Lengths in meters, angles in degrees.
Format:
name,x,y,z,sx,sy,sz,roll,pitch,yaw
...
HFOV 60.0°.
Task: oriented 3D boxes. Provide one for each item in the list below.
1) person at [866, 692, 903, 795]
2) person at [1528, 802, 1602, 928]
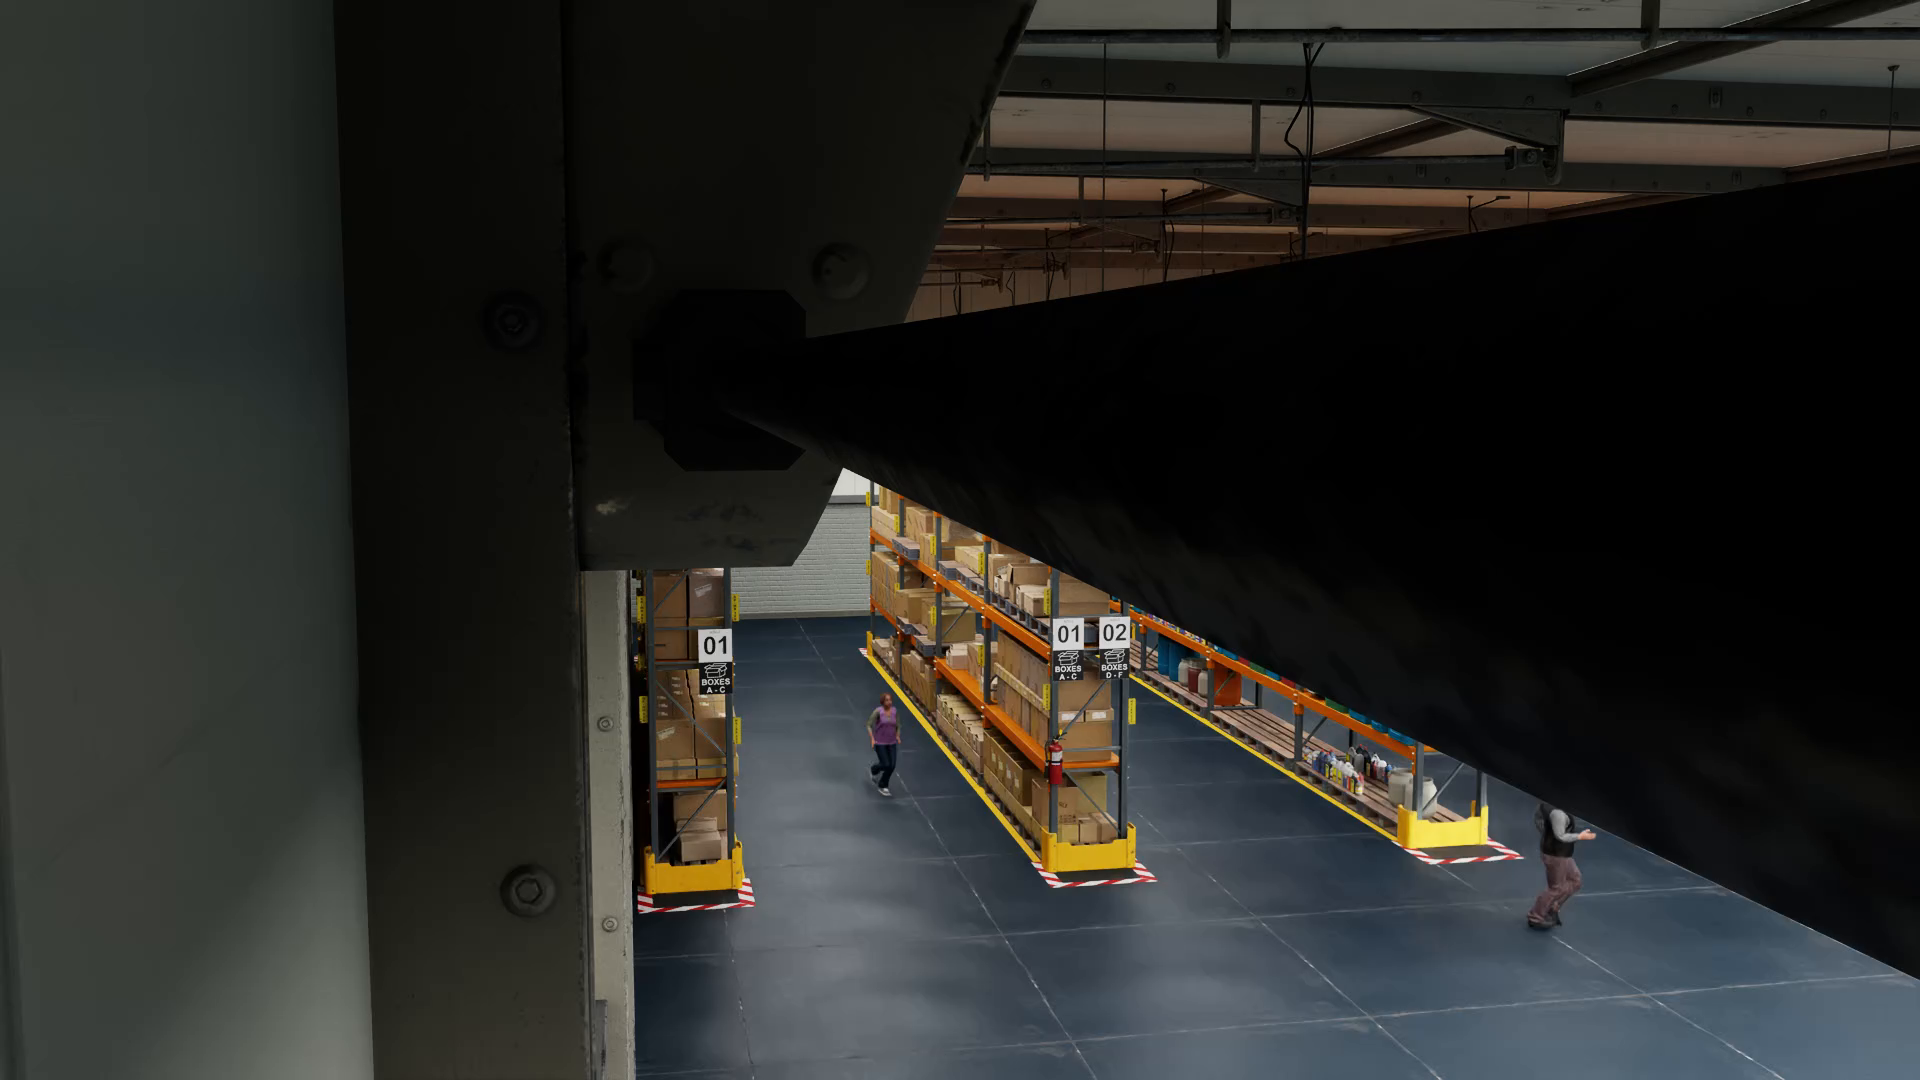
name,x,y,z,sx,sy,sz,roll,pitch,yaw
person,-1.076,3.010,24.484,0.521,1.554,0.573,-3,7,-27
person,6.780,3.541,18.648,0.745,1.739,0.617,2,6,14
